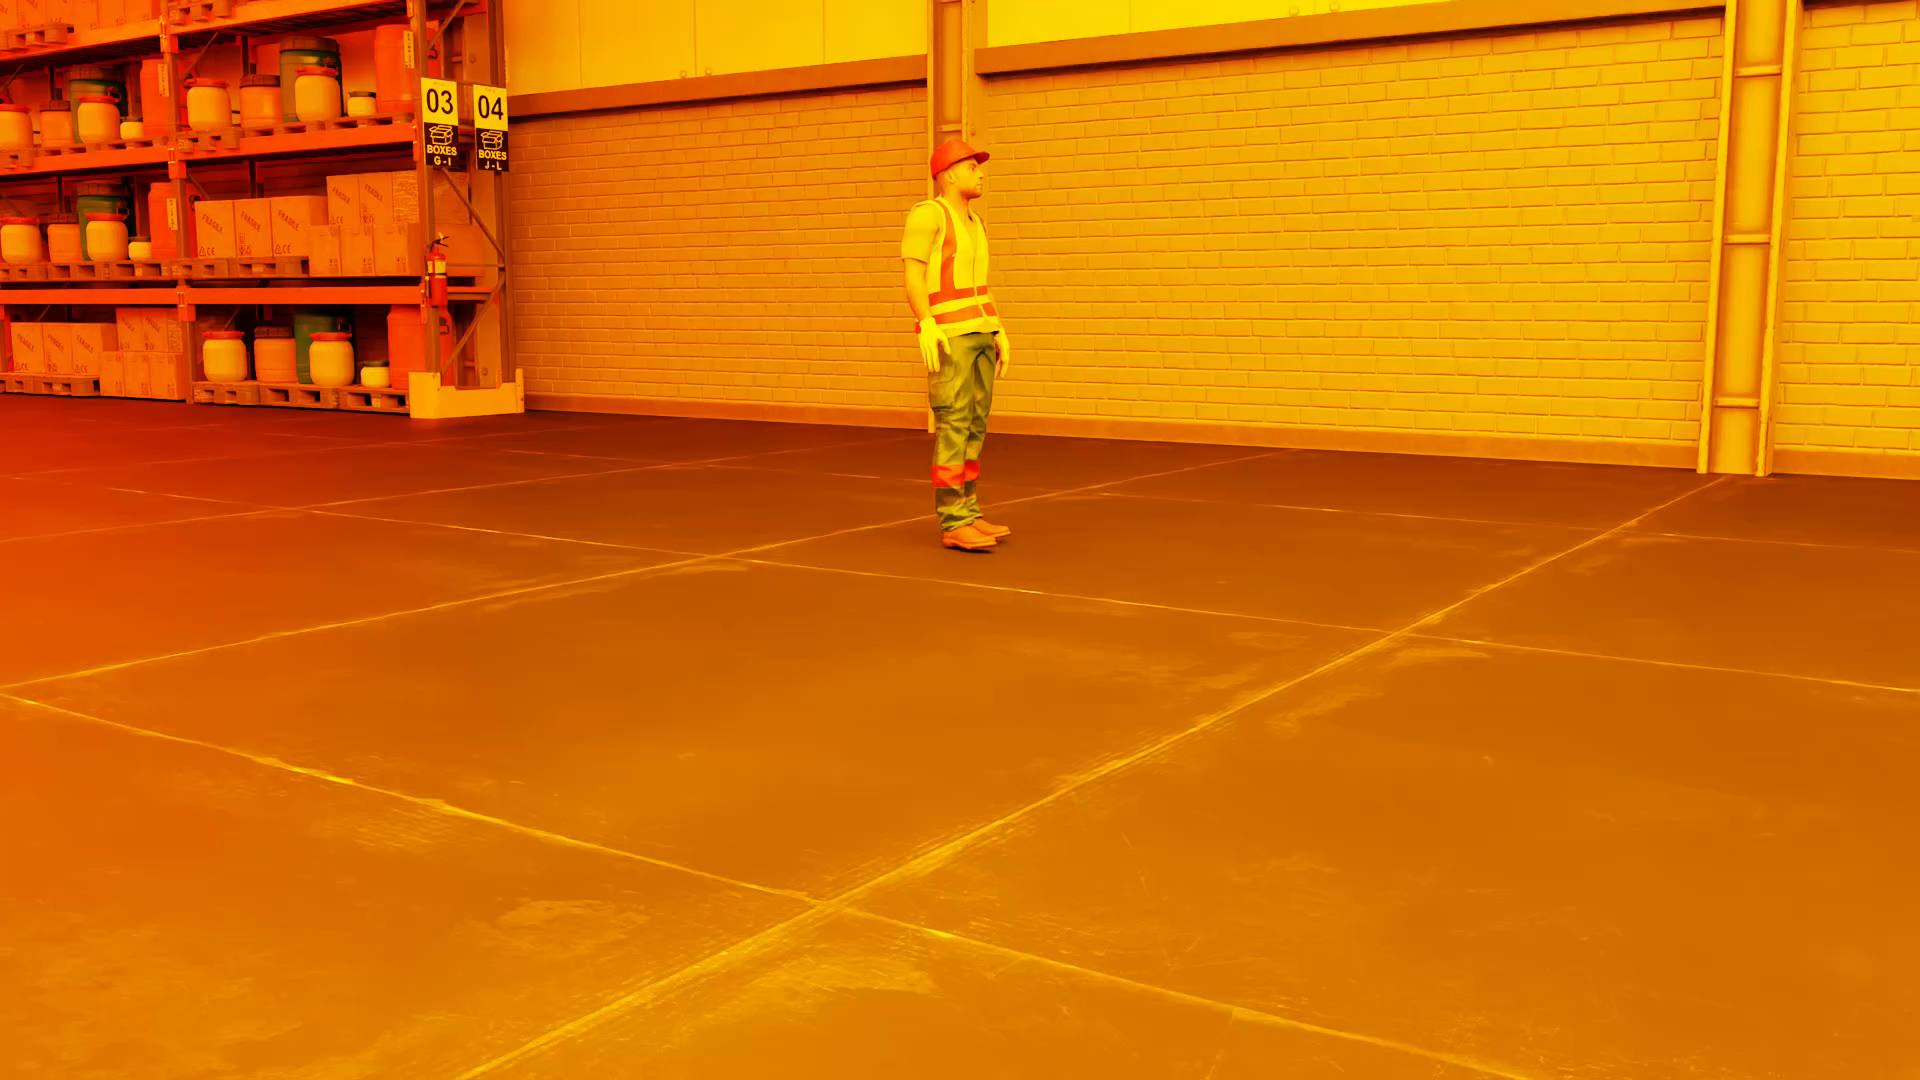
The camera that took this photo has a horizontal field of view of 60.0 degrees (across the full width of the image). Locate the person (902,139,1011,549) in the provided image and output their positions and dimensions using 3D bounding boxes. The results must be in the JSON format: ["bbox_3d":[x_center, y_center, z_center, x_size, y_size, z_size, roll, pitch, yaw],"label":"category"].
[{"bbox_3d":[0.059,-0.885,7.422,0.564,1.787,0.637,5,10,34],"label":"person"}]
